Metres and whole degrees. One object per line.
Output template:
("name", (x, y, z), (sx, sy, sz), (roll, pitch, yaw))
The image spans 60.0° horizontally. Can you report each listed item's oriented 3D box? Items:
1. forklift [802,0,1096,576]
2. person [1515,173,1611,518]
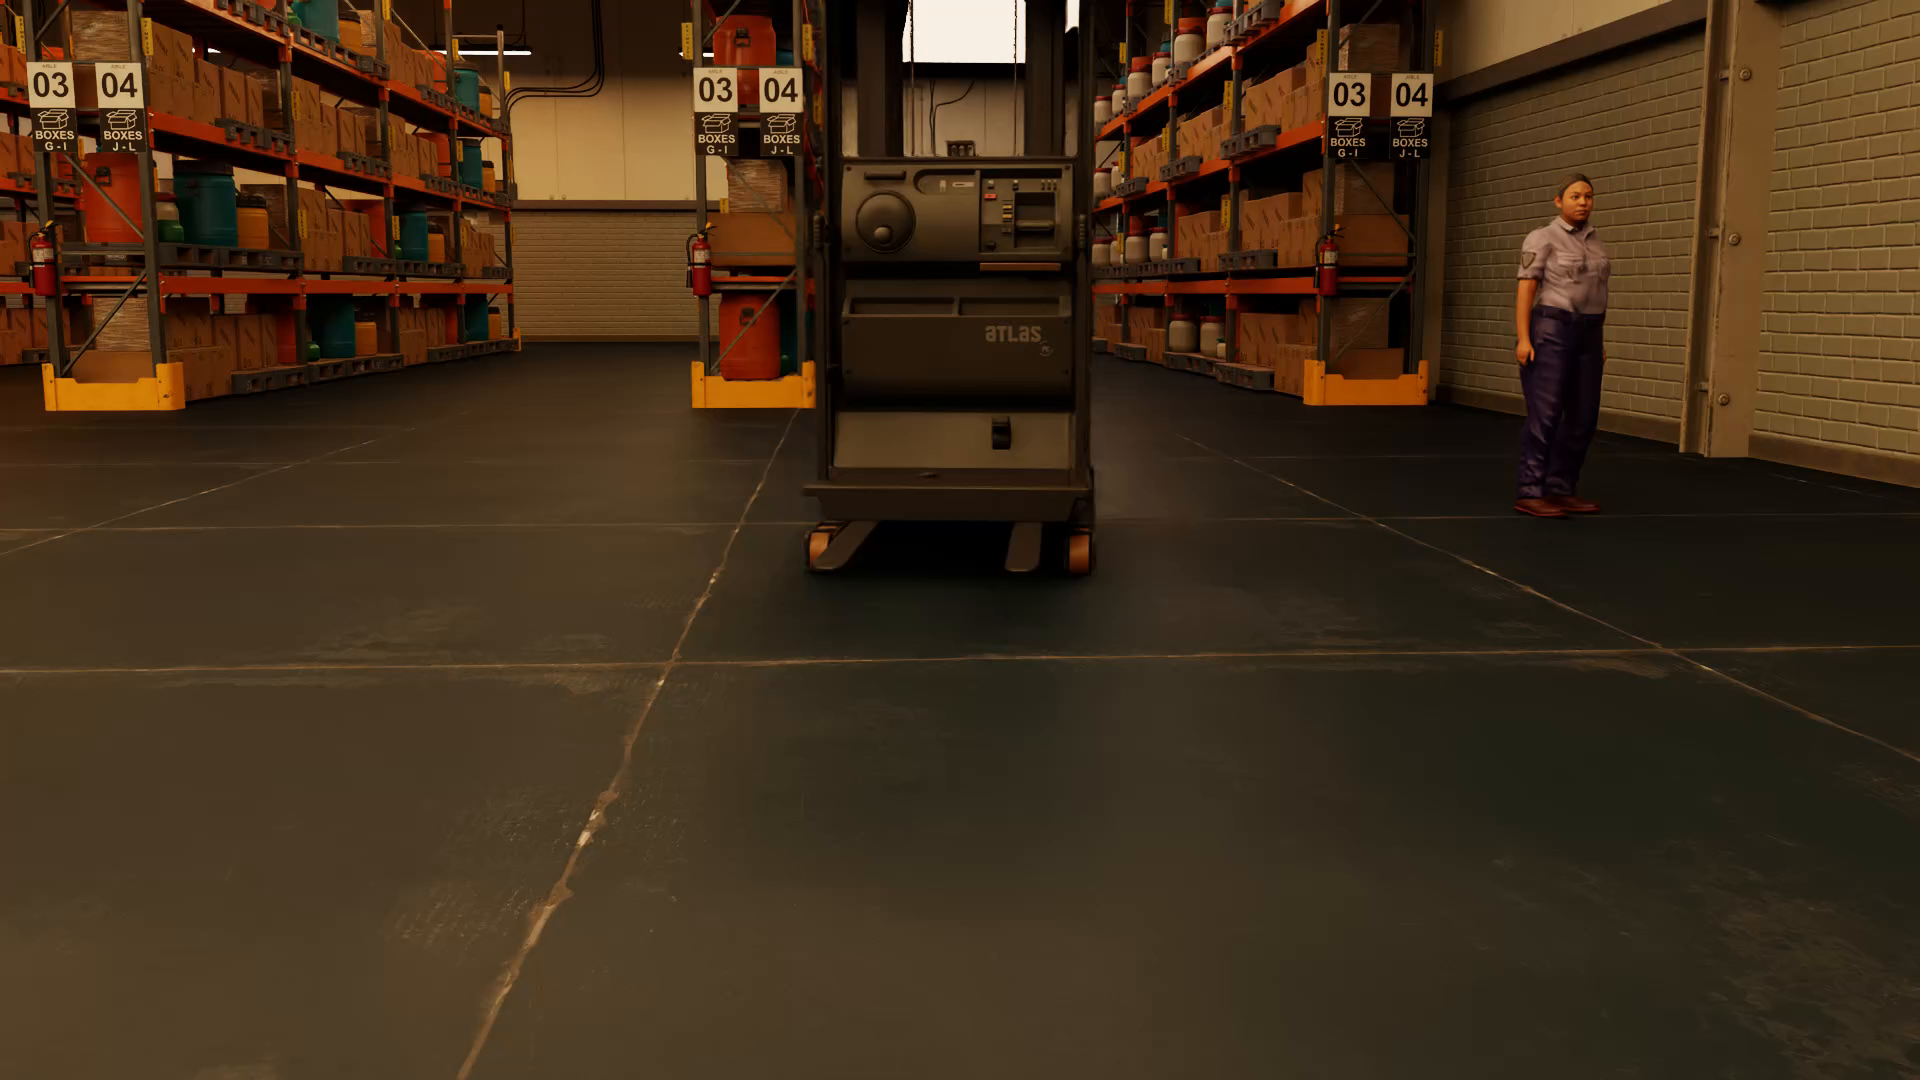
("forklift", (-0.022, -1.359, 6.483), (1.130, 2.935, 3.031), (1, 8, 3))
("person", (2.956, -0.950, 8.115), (0.549, 1.651, 0.379), (-4, 10, -27))
